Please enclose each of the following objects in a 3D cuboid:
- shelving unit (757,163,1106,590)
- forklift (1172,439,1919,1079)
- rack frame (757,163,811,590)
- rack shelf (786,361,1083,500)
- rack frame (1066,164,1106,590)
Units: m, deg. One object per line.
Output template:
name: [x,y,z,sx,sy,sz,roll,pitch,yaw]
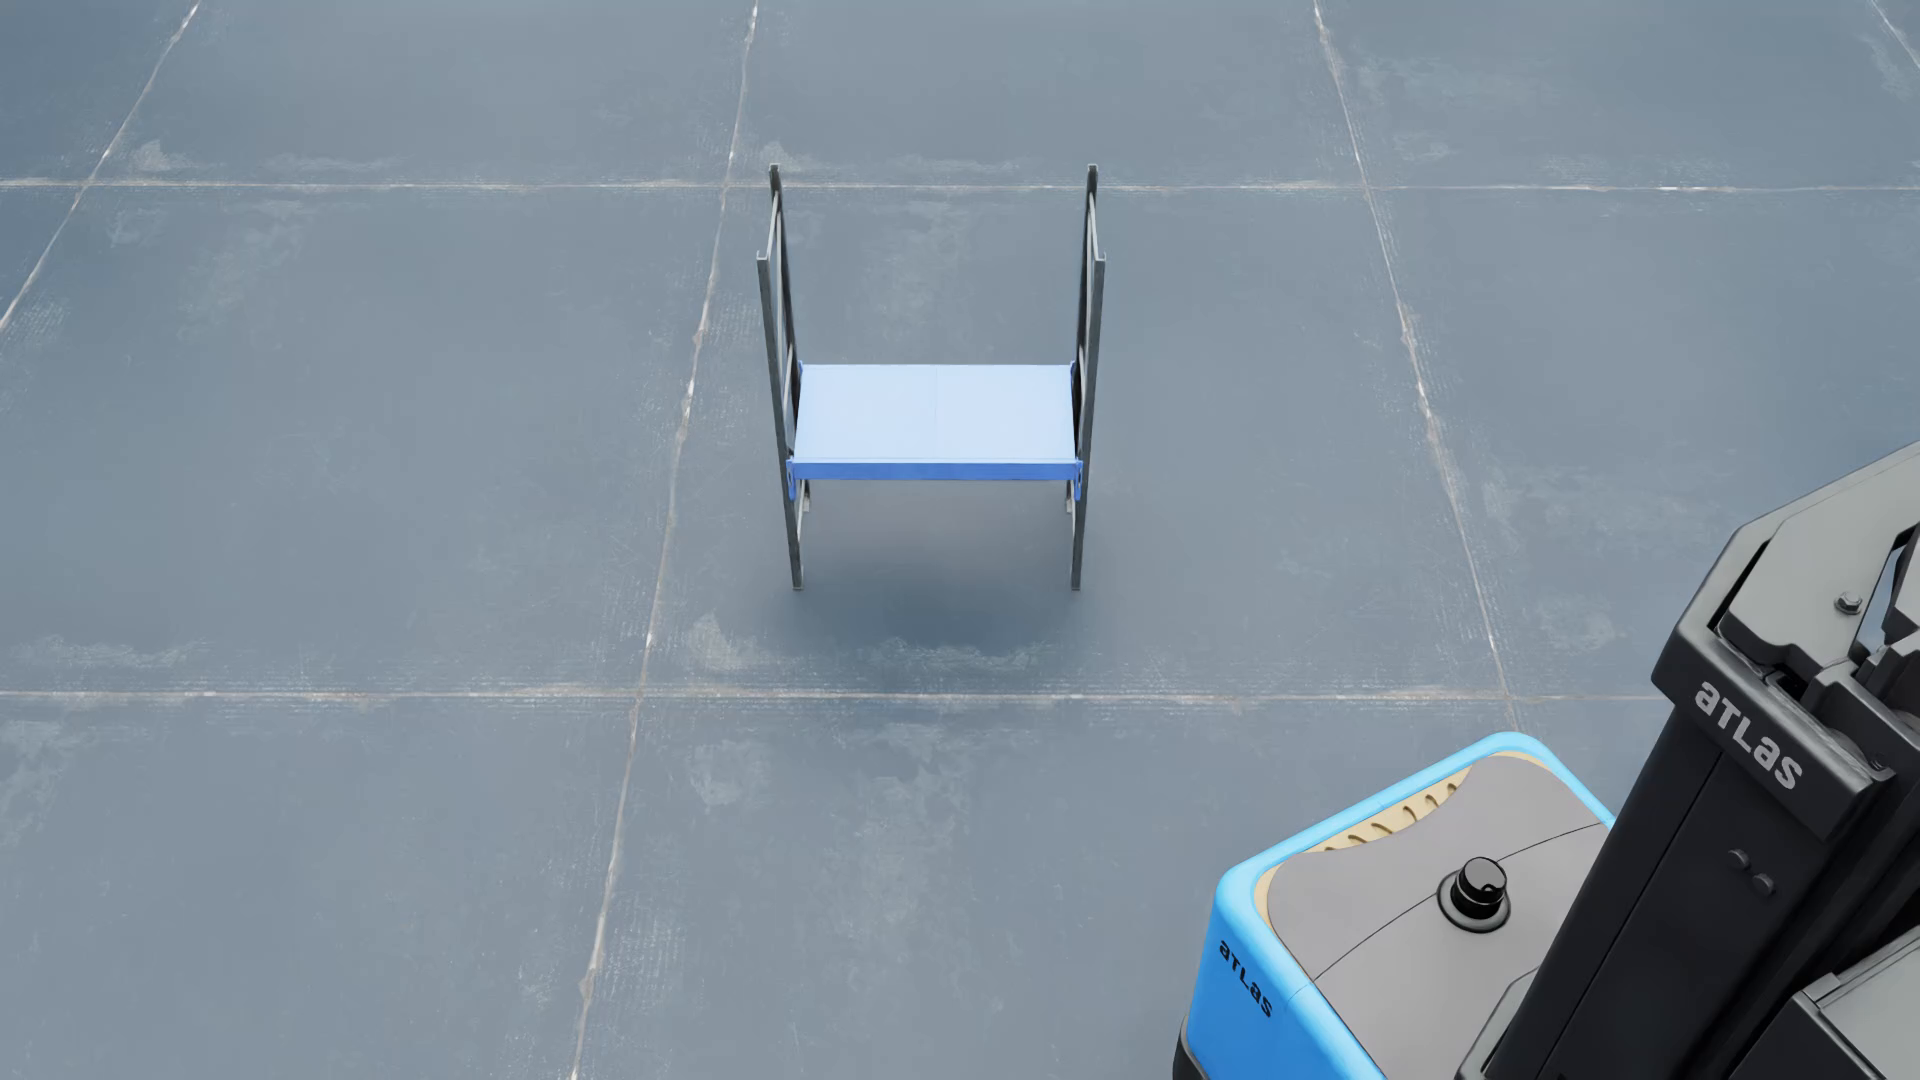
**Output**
shelving unit: [-0.085,-0.511,5.701,1.048,1.500,0.538,0,47,0]
forklift: [1.758,1.327,3.013,1.130,2.935,3.031,-22,51,-19]
rack frame: [-0.594,-0.513,5.703,0.032,1.500,0.500,0,47,0]
rack shelf: [-0.085,-0.389,5.833,1.000,0.185,0.538,0,47,0]
rack frame: [0.423,-0.510,5.700,0.032,1.500,0.500,0,47,0]
